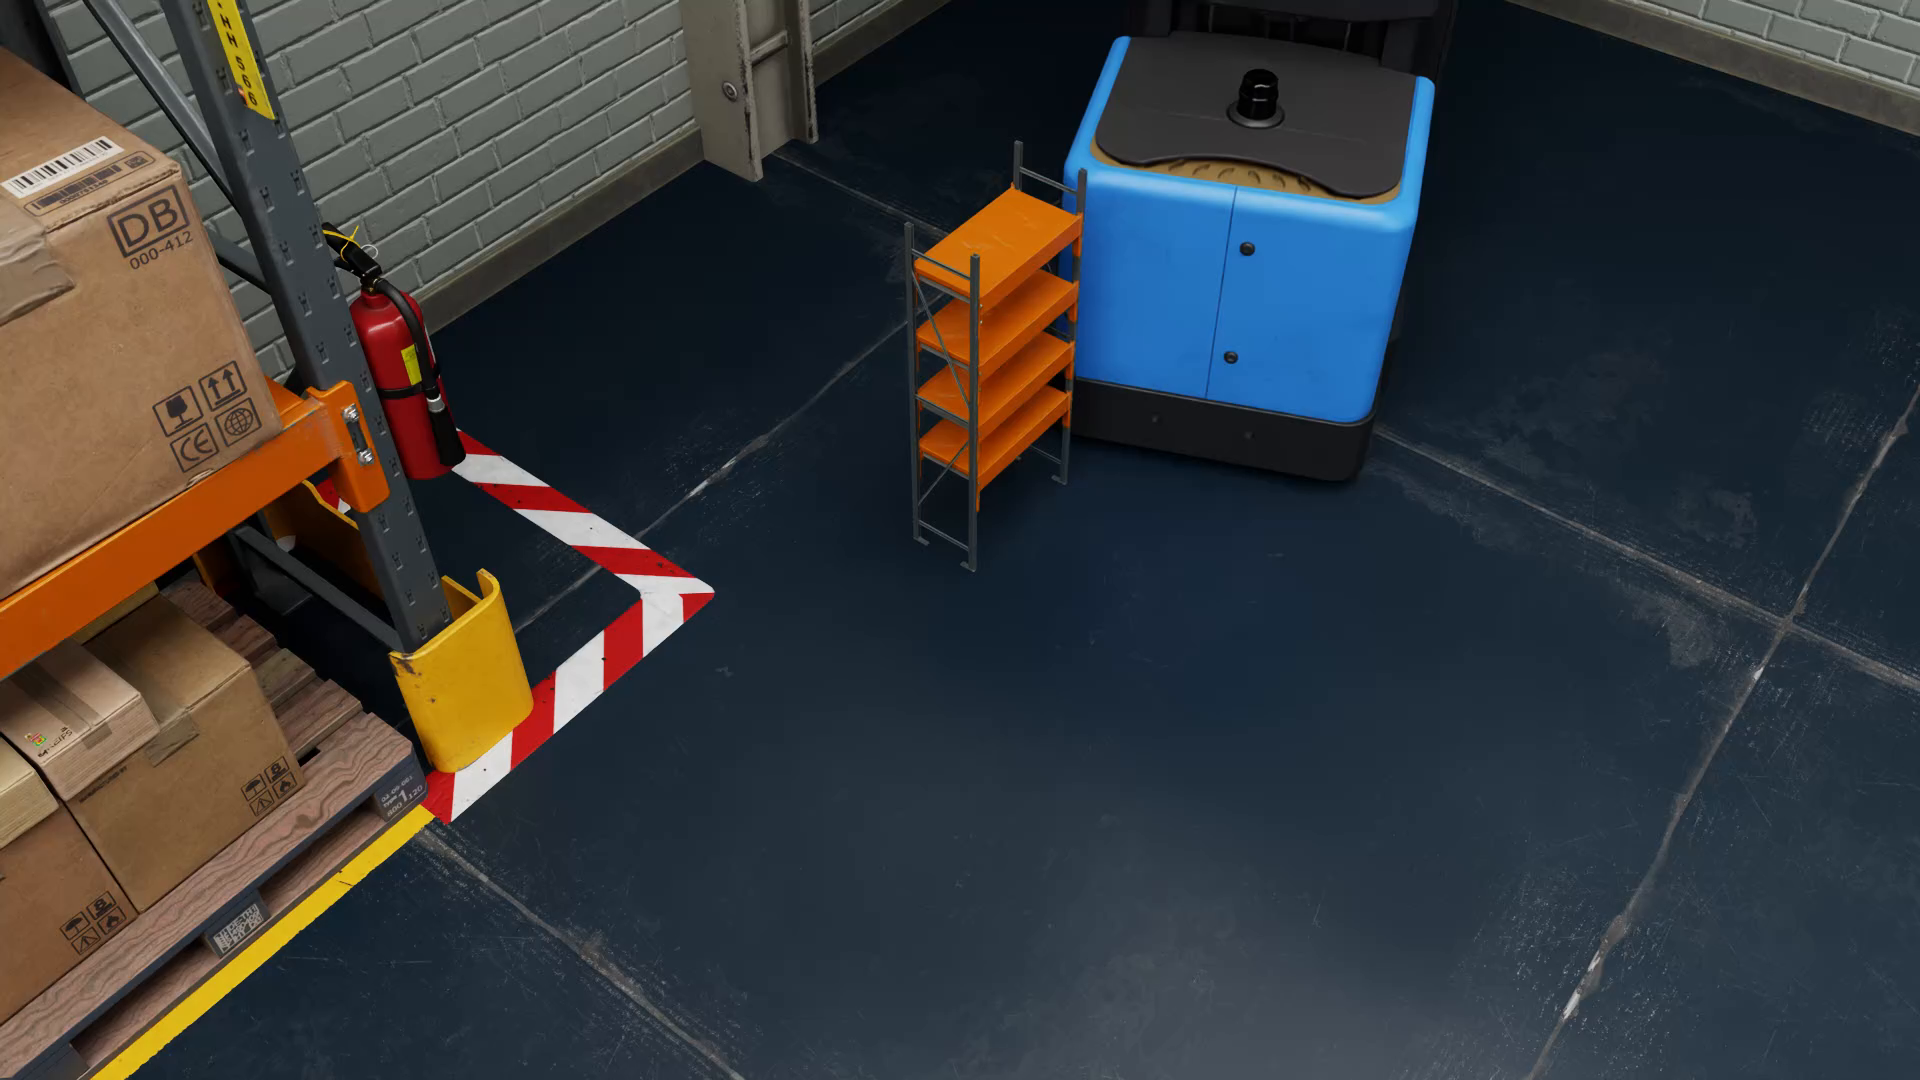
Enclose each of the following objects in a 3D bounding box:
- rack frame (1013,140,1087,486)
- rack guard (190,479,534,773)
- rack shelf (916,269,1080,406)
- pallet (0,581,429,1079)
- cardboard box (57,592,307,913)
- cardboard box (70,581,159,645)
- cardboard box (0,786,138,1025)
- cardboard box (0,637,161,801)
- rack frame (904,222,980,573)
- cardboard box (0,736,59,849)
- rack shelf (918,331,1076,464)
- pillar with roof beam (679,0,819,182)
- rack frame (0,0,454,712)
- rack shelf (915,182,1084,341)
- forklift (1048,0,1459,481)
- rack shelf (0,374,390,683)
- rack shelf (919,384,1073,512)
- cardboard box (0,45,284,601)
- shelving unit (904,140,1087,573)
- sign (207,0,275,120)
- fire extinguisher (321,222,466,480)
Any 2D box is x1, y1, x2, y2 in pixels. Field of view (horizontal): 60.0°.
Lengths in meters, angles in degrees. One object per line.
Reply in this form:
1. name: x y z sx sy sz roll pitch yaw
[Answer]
1. rack frame: 0.250 -0.649 5.040 0.240 1.200 0.015 29 53 25
2. rack guard: -1.769 0.139 4.771 1.175 0.500 0.348 29 53 25
3. rack shelf: 0.101 -0.617 4.794 0.258 0.148 0.480 29 53 25
4. pallet: -2.211 0.745 4.393 1.003 0.211 1.213 29 53 25
5. cardboard box: -2.133 0.453 4.181 0.700 0.500 0.500 29 53 25
6. cardboard box: -2.215 0.069 4.100 0.380 0.149 0.250 30 53 25
7. cardboard box: -2.439 0.739 3.908 0.700 0.500 0.500 29 53 25
8. cardboard box: -2.067 0.383 3.800 0.380 0.149 0.250 29 53 25
9. rack frame: -0.048 -0.370 4.773 0.240 1.200 0.015 29 53 25
10. cardboard box: -2.223 0.529 3.660 0.380 0.149 0.250 31 54 26
11. rack shelf: 0.101 -0.463 4.955 0.258 0.148 0.480 29 53 25
12. pillar with roof beam: 2.589 -2.807 1.708 9.100 9.000 0.400 29 53 25
13. rack frame: -1.784 -0.710 3.854 1.000 3.000 0.127 29 53 25
14. rack shelf: 0.101 -0.781 4.622 0.258 0.148 0.480 29 53 25
15. forklift: 1.167 -2.290 5.410 1.130 2.935 3.031 11 47 10
16. rack shelf: -3.007 0.682 3.021 1.077 0.370 4.000 29 53 25
17. rack shelf: 0.101 -0.326 5.099 0.258 0.148 0.480 29 53 25
18. cardboard box: -2.088 -0.518 3.463 0.980 0.700 0.700 32 54 27
19. shelving unit: 0.101 -0.509 4.907 0.258 1.200 0.503 29 53 25
20. sign: -1.363 -0.944 3.113 0.100 0.325 0.005 29 53 25
21. fire extinguisher: -1.327 -0.437 3.905 0.296 0.674 0.183 29 53 25
